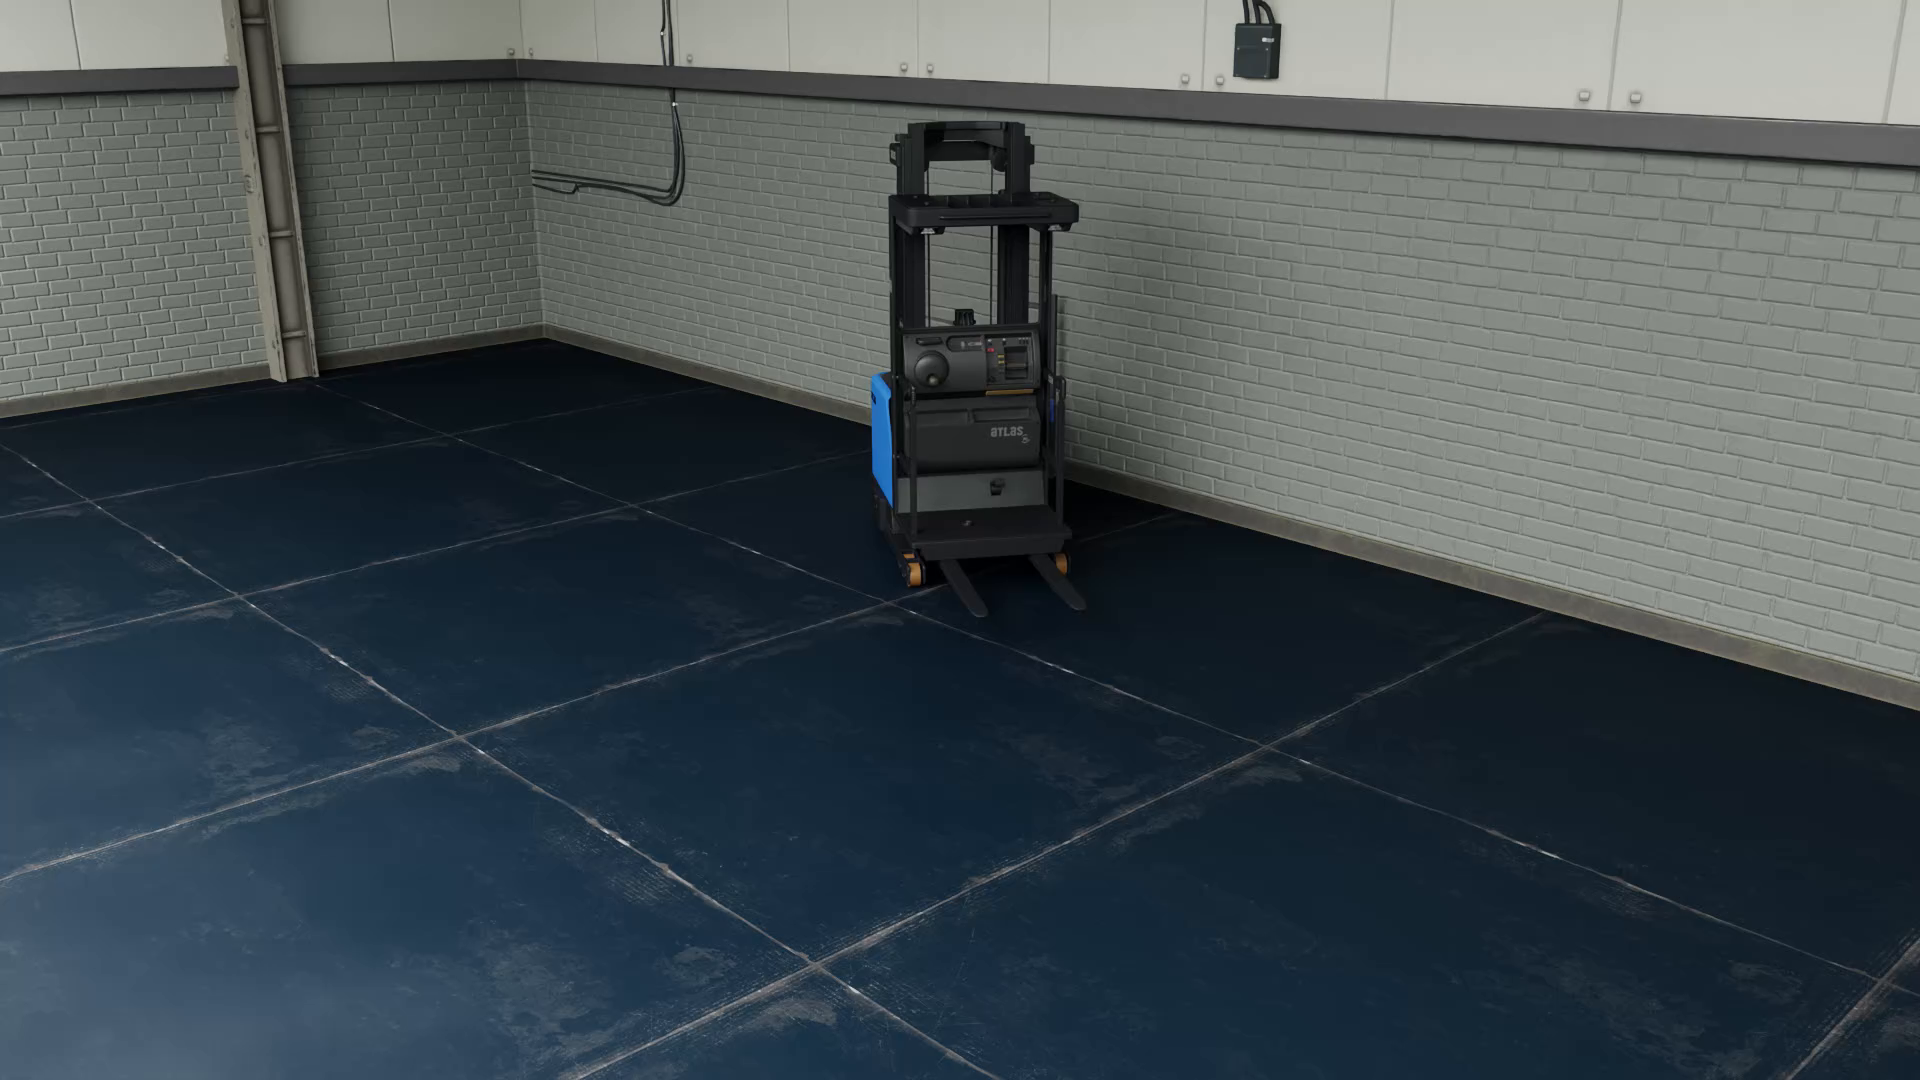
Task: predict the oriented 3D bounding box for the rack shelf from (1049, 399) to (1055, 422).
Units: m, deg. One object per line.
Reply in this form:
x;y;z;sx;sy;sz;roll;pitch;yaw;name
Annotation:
0.212;-0.997;13.211;1.000;0.185;0.538;-15;24;-39;rack shelf

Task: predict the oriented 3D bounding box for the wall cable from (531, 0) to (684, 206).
-3.821;-4.815;17.279;0.112;2.526;3.097;-16;24;-41;wall cable

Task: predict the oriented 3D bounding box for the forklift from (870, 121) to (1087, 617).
0.125;-1.206;10.953;1.130;2.935;3.031;-4;18;-11;forklift

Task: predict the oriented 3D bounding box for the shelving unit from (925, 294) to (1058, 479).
0.212;-1.168;13.156;1.048;1.500;0.538;-15;24;-39;shelving unit

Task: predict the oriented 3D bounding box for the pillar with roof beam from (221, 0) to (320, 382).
-3.913;-4.999;12.813;0.400;9.000;9.100;-16;24;-41;pillar with roof beam

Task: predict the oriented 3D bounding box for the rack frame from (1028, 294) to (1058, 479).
0.590;-1.273;13.479;0.032;1.500;0.500;-15;24;-39;rack frame

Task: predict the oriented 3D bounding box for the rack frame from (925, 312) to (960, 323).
-0.167;-1.063;12.833;0.032;1.500;0.500;-15;24;-39;rack frame

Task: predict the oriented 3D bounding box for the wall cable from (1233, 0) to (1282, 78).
2.689;-5.779;9.704;0.169;6.003;2.305;-16;24;-41;wall cable
